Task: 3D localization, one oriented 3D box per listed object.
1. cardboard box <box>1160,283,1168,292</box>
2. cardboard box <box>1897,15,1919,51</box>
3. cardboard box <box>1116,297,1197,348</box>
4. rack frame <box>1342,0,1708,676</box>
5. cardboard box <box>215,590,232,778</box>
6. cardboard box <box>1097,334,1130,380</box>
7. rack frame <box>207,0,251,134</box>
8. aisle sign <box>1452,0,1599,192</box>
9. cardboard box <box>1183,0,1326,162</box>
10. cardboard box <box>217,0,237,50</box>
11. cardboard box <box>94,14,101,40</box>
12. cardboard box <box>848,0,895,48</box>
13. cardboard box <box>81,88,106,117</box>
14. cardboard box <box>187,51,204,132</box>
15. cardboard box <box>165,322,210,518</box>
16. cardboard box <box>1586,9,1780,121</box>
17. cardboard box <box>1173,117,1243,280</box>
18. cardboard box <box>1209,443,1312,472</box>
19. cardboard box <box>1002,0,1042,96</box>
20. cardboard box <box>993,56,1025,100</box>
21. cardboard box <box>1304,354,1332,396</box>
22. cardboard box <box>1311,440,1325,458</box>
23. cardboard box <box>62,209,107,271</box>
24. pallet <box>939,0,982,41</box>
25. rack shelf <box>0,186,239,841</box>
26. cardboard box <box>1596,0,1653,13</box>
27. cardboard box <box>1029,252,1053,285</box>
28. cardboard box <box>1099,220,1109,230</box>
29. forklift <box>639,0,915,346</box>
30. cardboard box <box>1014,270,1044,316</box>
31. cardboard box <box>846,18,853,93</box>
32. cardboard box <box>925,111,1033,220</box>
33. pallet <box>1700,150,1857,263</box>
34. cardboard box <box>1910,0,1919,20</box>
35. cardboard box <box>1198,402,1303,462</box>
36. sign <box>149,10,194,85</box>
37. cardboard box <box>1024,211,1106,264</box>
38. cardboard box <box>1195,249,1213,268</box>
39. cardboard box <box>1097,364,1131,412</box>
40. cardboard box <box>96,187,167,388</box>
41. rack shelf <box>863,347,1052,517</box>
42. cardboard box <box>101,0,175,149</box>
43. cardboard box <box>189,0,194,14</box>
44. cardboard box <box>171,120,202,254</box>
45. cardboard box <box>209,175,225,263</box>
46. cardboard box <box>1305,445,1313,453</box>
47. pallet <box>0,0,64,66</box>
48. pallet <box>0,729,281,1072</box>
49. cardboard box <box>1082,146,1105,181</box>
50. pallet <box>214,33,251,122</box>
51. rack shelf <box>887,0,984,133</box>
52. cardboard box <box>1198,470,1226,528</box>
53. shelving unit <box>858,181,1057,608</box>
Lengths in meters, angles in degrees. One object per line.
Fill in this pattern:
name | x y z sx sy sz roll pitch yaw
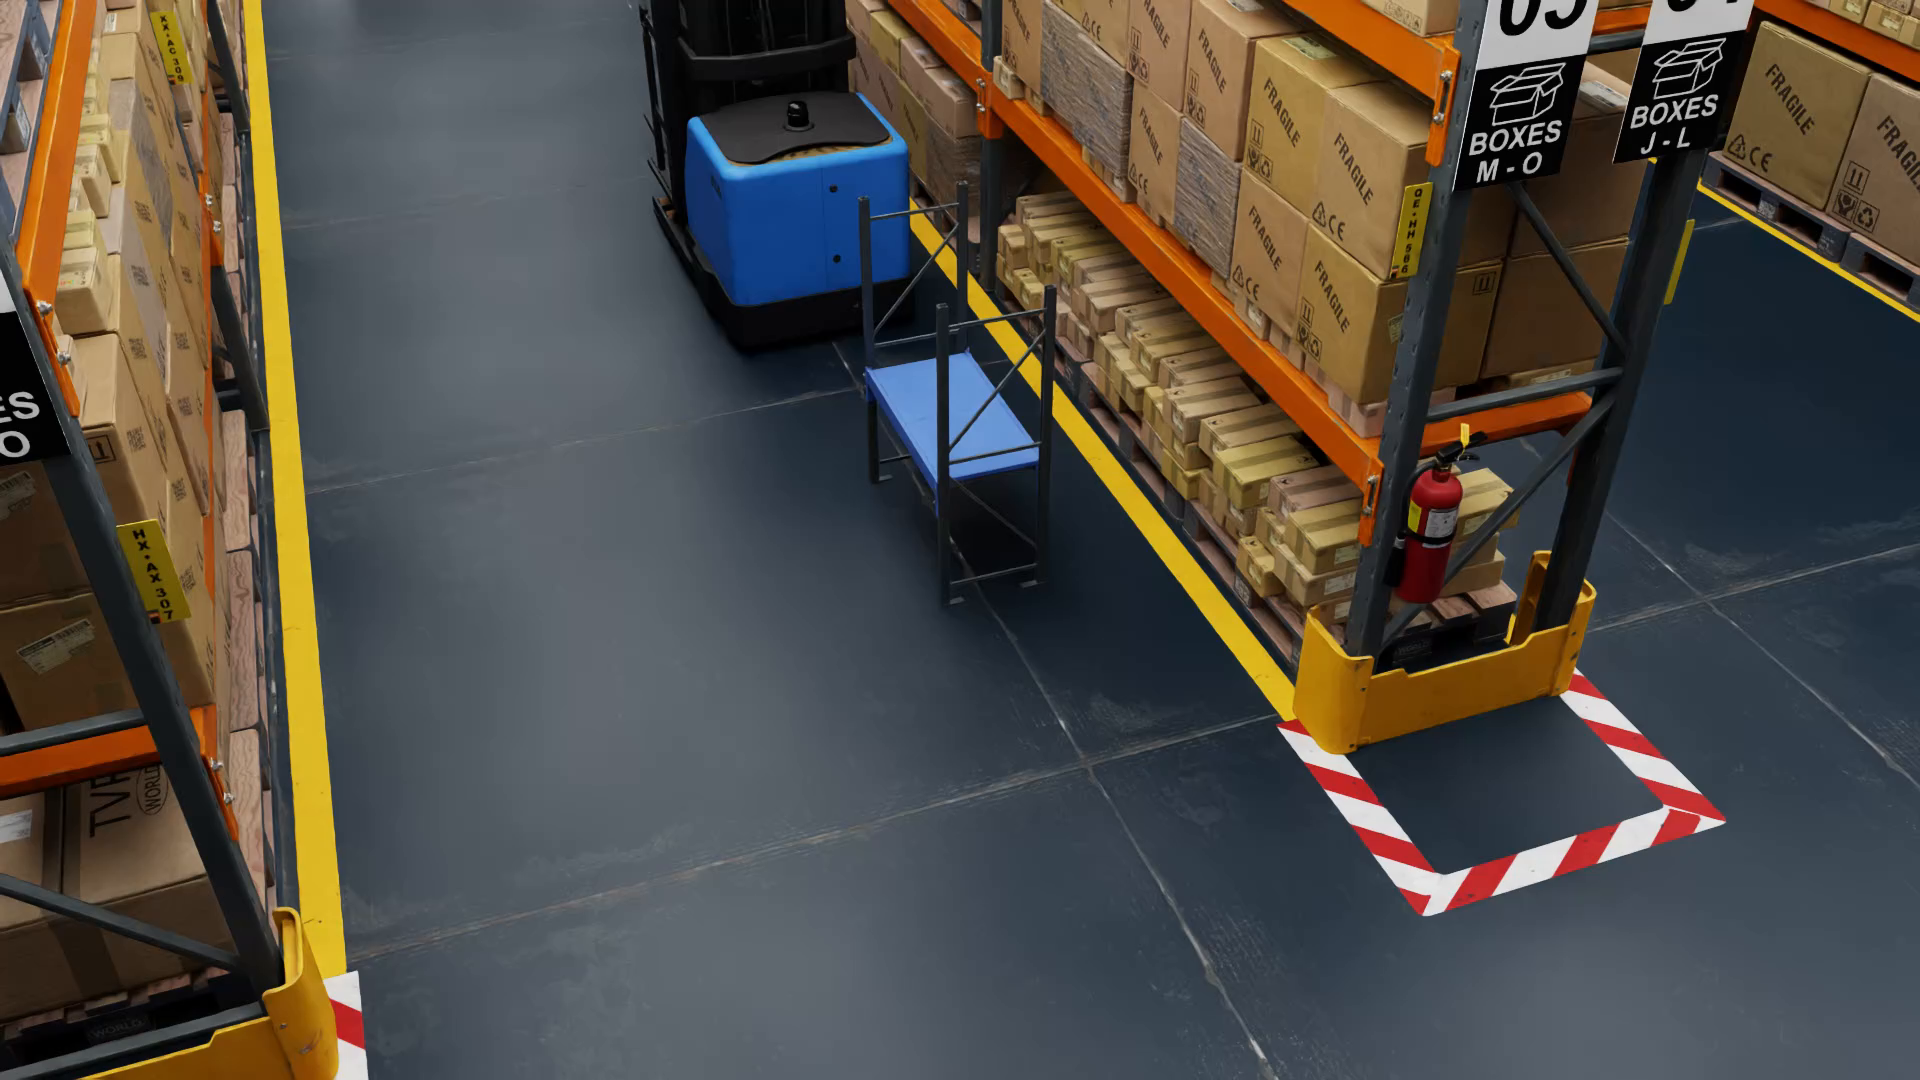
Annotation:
cardboard box | 1.203 -1.448 8.705 0.380 0.149 0.250 -11 38 -14
cardboard box | 5.446 -2.810 9.197 0.380 0.149 0.250 -13 39 -17
cardboard box | 0.993 -1.055 8.183 0.380 0.149 0.250 -14 39 -18
rack frame | 1.979 -0.507 5.930 1.000 3.000 0.127 -12 39 -16
cardboard box | -3.277 0.563 6.289 0.875 0.438 0.875 -11 38 -15
cardboard box | 0.906 -0.920 8.251 0.380 0.149 0.250 -13 39 -16
rack frame | -5.386 -3.944 10.493 1.000 3.000 0.127 -12 39 -16
aisle sign | 1.723 -1.442 5.010 0.394 0.787 0.004 -12 39 -16
cardboard box | 1.227 -1.850 6.552 0.500 0.500 0.500 -11 38 -14
cardboard box | -5.833 -3.799 12.135 0.950 0.372 0.625 -13 39 -17
cardboard box | -3.540 -1.961 6.406 0.380 0.149 0.250 -12 39 -16
cardboard box | -0.431 -3.487 10.991 0.500 0.250 0.500 -12 39 -16
cardboard box | -3.126 -1.404 5.667 0.380 0.149 0.250 -12 39 -16
cardboard box | -4.093 -2.220 8.329 0.500 0.250 0.500 -13 39 -17
cardboard box | -2.887 -0.367 5.660 0.500 0.500 0.500 -13 39 -16
cardboard box | 5.056 -3.413 11.205 1.225 0.875 0.875 -12 39 -16
cardboard box | 1.227 -1.443 6.842 0.500 0.500 0.500 -12 39 -16
cardboard box | 1.354 -0.360 7.508 0.380 0.149 0.250 -13 39 -16
cardboard box | 0.537 -2.593 8.369 0.500 0.500 0.500 -13 39 -17
cardboard box | 0.393 -2.438 8.703 0.380 0.149 0.250 -11 38 -14
cardboard box | 1.552 -0.680 6.369 0.380 0.149 0.250 -13 39 -16
cardboard box | 1.845 -0.458 7.638 0.380 0.149 0.250 -11 38 -15
cardboard box | -2.742 -0.830 4.906 0.380 0.149 0.250 -14 39 -17
pallet | 0.477 -3.152 9.601 1.003 0.211 1.213 -12 39 -16
rack shelf | -3.322 -0.267 6.210 1.077 0.370 4.000 -12 39 -16
cardboard box | 2.065 -1.952 5.479 0.500 0.250 0.500 -11 38 -14
cardboard box | 0.599 -1.519 9.047 0.380 0.149 0.250 -12 39 -16
cardboard box | 1.010 -1.802 9.423 0.380 0.149 0.250 -12 39 -15
forklift | -1.264 -3.113 9.446 1.130 2.935 3.031 -13 39 -17
cardboard box | 0.518 -1.373 9.100 0.380 0.149 0.250 -11 38 -15
cardboard box | -0.593 -3.460 11.579 0.500 0.500 0.500 -12 39 -15
cardboard box | 0.112 -2.302 10.041 0.500 0.500 0.500 -13 39 -17
pallet | 5.483 -2.177 10.464 1.003 0.211 1.213 -12 39 -16
cardboard box | 5.561 -2.902 8.987 0.500 0.250 0.500 -12 38 -15
cardboard box | 1.289 -0.453 7.385 0.380 0.149 0.250 -14 39 -18
sign | -3.489 -2.178 7.363 0.100 0.325 0.005 -12 39 -16
cardboard box | 0.566 -1.628 8.944 0.380 0.149 0.250 -11 38 -14
cardboard box | 1.241 -1.278 7.163 0.380 0.149 0.250 -14 39 -18
cardboard box | 0.911 -0.799 8.338 0.380 0.149 0.250 -13 39 -17
cardboard box | -2.900 -0.774 5.370 0.500 0.500 0.500 -13 39 -16
rack shelf | -0.029 -0.504 7.471 0.538 0.185 1.000 -12 39 -16
cardboard box | -3.588 -1.914 6.884 0.500 0.500 0.500 -13 39 -16
cardboard box | -4.427 -2.996 8.943 0.500 0.250 0.500 -14 39 -17
cardboard box | -3.610 -1.515 7.186 0.500 0.500 0.500 -12 39 -16
cardboard box | -4.617 -1.846 9.125 0.875 0.875 0.875 -11 38 -15
cardboard box | 1.679 -0.459 7.887 0.380 0.149 0.250 -12 39 -16
pallet | -3.322 -1.695 5.088 1.003 0.211 1.213 -12 39 -16
pallet | -2.982 1.253 5.911 1.003 0.211 1.213 -12 39 -16
cardboard box | 0.806 -1.857 7.931 0.380 0.149 0.250 -12 39 -15
pallet | -5.654 -3.272 11.919 1.003 0.211 1.213 -12 39 -16
rack shelf | -0.085 -3.609 10.646 1.077 0.370 4.000 -12 39 -16
cardboard box | 1.312 -0.218 7.567 0.380 0.149 0.250 -12 39 -15
shelving unit | -0.029 -0.647 7.363 0.538 1.500 1.048 -12 39 -16
